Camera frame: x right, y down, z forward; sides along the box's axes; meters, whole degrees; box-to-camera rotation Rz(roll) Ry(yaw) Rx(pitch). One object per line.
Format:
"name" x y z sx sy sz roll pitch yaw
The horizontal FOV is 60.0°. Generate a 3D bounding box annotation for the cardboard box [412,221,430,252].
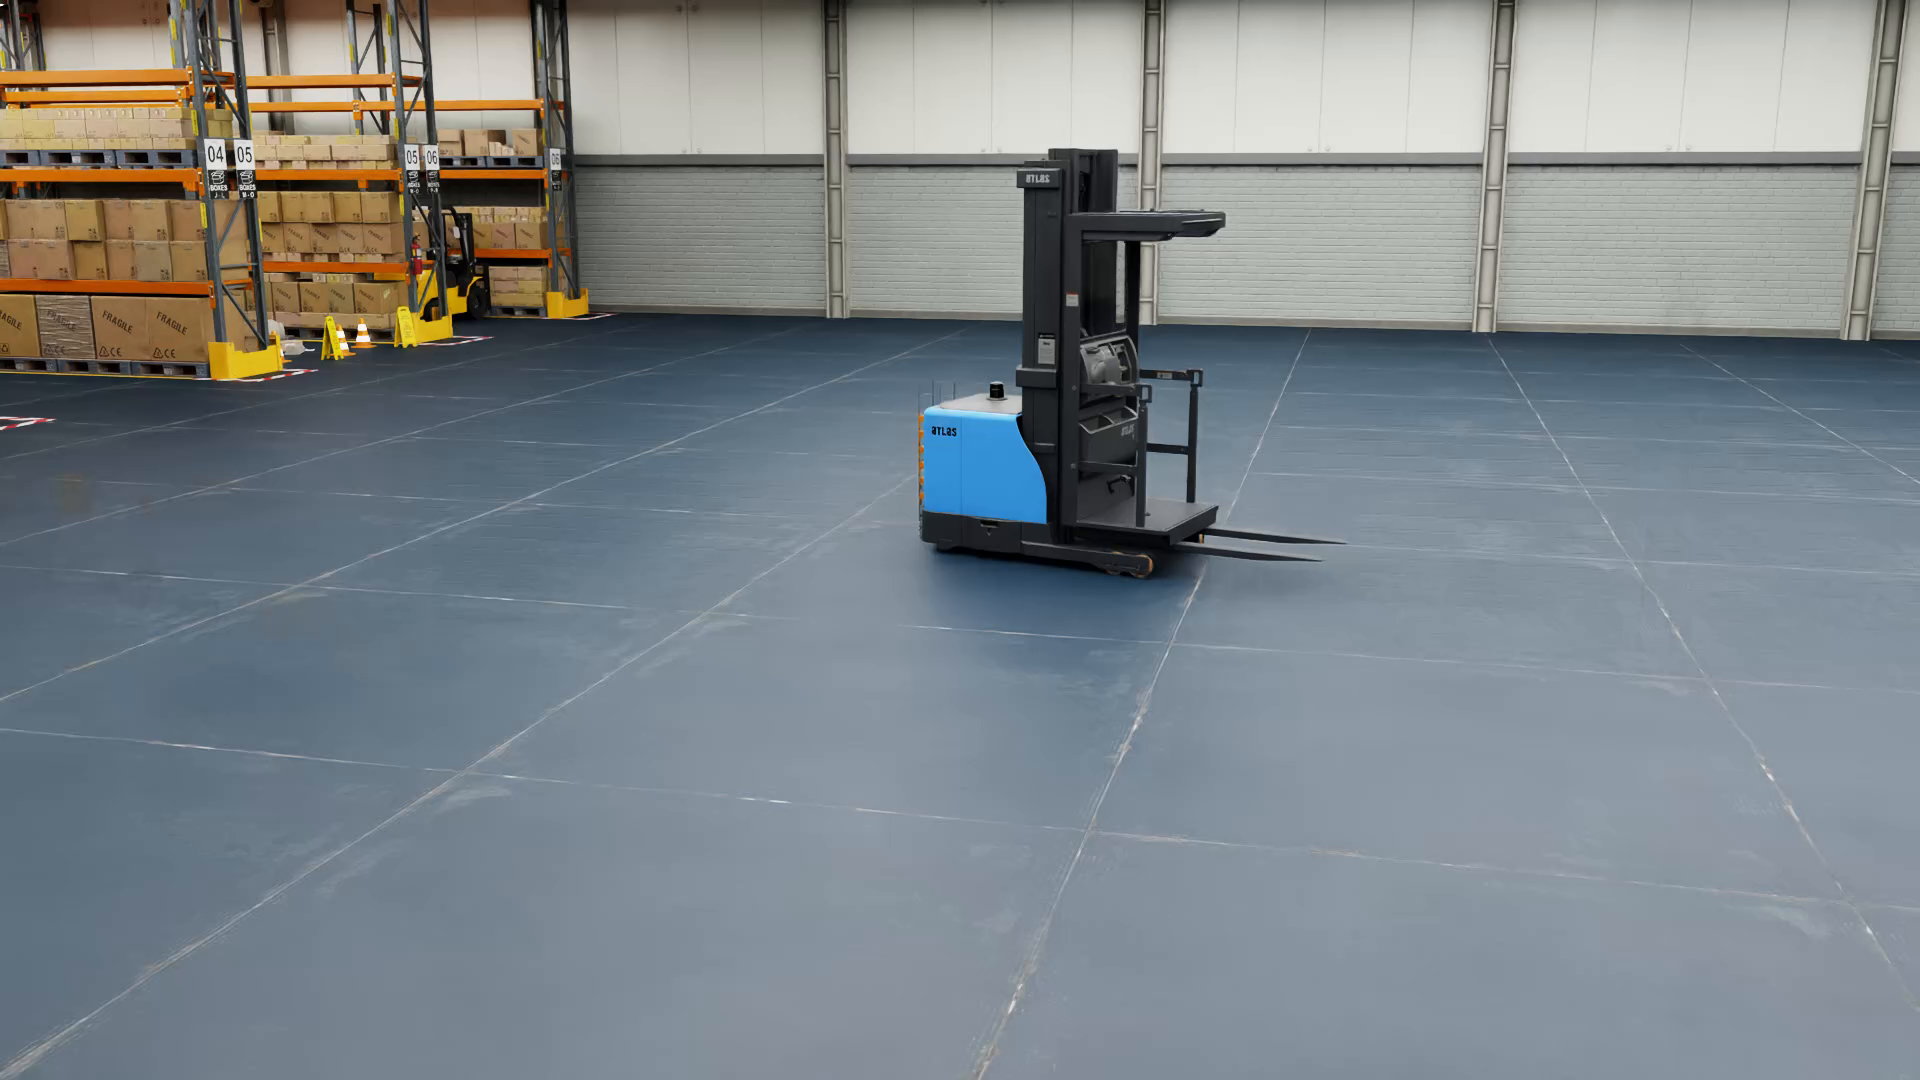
"cardboard box" -9.303 -5.109 28.010 0.500 0.500 0.500 3 13 13

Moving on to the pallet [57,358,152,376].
"pallet" -11.973 -2.513 23.666 1.213 0.211 1.003 3 13 14

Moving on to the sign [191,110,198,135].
"sign" -10.141 -5.530 22.041 0.005 0.325 0.100 3 13 14

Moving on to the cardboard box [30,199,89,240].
"cardboard box" -12.478 -4.506 23.372 0.550 0.550 0.875 3 13 14

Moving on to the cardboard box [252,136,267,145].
"cardboard box" -11.550 -6.641 27.647 0.250 0.149 0.380 3 13 12

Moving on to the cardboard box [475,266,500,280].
"cardboard box" -9.235 -5.234 32.563 0.500 0.250 0.500 3 13 14

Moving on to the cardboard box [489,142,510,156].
"cardboard box" -8.847 -7.521 31.983 0.258 0.266 0.396 3 13 14

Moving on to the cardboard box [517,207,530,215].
"cardboard box" -8.369 -6.367 32.184 0.250 0.149 0.380 3 13 14

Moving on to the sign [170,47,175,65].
"sign" -15.611 -9.600 32.980 0.005 0.325 0.100 3 13 14

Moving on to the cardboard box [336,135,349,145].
"cardboard box" -10.036 -6.573 27.342 0.250 0.149 0.380 3 13 14

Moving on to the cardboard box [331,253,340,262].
"cardboard box" -10.312 -4.741 27.850 0.250 0.149 0.380 3 13 14

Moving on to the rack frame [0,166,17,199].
"rack frame" -13.881 -3.993 23.899 0.127 3.000 1.000 3 13 14

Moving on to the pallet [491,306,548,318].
"pallet" -8.476 -4.545 32.826 1.213 0.211 1.003 3 13 14

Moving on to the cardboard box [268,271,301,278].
"cardboard box" -13.598 -5.234 34.006 0.625 0.625 0.875 3 13 11

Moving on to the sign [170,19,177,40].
"sign" -12.920 -8.385 27.319 0.005 0.325 0.100 3 13 14

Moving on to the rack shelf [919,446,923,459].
"rack shelf" -0.176 -0.683 12.787 0.180 0.103 0.258 7 14 28

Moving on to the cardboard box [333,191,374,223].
"cardboard box" -9.947 -5.522 27.566 0.500 0.500 0.700 3 13 14

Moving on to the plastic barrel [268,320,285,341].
"plastic barrel" -11.277 -3.363 27.006 0.512 0.421 0.421 -9 15 -35

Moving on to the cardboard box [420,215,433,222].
"cardboard box" -10.373 -6.314 32.631 0.250 0.149 0.380 3 13 13

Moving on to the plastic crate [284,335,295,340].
"plastic crate" -11.465 -3.360 27.787 0.583 0.080 0.402 -1 13 -6

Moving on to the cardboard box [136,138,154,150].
"cardboard box" -10.895 -5.354 22.485 0.250 0.149 0.380 3 13 14

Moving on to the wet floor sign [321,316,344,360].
"wet floor sign" -9.495 -3.051 25.089 0.232 0.644 0.267 1 13 4

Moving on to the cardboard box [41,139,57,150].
"cardboard box" -12.372 -5.433 22.842 0.250 0.149 0.380 3 13 14

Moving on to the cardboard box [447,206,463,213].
"cardboard box" -9.853 -6.456 32.584 0.250 0.149 0.380 3 13 14

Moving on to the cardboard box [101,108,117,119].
"cardboard box" -11.390 -5.770 22.519 0.250 0.149 0.380 3 13 14

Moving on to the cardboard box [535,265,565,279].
"cardboard box" -8.145 -5.291 32.821 0.500 0.250 0.500 3 13 13

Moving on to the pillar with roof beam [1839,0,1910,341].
"pillar with roof beam" 14.086 -6.880 23.058 0.400 9.000 9.100 3 13 14

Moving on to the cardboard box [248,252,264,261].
"cardboard box" -11.809 -4.803 28.130 0.250 0.149 0.380 3 13 15

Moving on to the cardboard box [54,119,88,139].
"cardboard box" -12.001 -5.621 22.771 0.500 0.250 0.500 3 13 14

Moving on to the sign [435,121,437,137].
"sign" -8.780 -6.837 27.774 0.005 0.325 0.100 3 13 14

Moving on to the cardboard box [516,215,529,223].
"cardboard box" -8.383 -6.207 32.151 0.250 0.149 0.380 3 13 14

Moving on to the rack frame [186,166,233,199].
"rack frame" -12.793 -5.039 28.615 0.127 3.000 1.000 3 13 14

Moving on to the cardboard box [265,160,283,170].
"cardboard box" -11.318 -6.228 27.627 0.250 0.149 0.380 3 13 12

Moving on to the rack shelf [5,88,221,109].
"rack shelf" -14.735 -7.526 28.554 4.000 0.370 1.077 3 13 14

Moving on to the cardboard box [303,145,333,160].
"cardboard box" -10.464 -6.390 27.438 0.500 0.250 0.500 3 13 15

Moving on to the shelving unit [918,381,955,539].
"shelving unit" -0.176 -0.609 12.803 0.189 1.200 0.258 7 14 28

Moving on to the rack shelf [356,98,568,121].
"rack shelf" -9.665 -8.362 32.324 4.000 0.370 1.077 3 13 14

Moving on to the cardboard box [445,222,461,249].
"cardboard box" -9.754 -5.974 32.597 0.500 0.500 0.500 3 13 14

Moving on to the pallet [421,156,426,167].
"pallet" -10.773 -7.466 32.830 1.213 0.211 1.003 3 13 14

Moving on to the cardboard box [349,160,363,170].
"cardboard box" -9.822 -6.160 27.321 0.250 0.149 0.380 3 13 15

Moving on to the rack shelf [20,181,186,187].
"rack shelf" -17.432 -7.508 34.477 4.000 0.370 1.077 3 13 14

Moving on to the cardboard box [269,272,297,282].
"cardboard box" -11.416 -4.439 28.057 0.250 0.149 0.380 4 13 17

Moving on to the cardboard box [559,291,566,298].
"cardboard box" -8.154 -4.805 32.937 0.500 0.250 0.500 3 13 14

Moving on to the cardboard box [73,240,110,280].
"cardboard box" -11.946 -3.967 23.434 0.500 0.550 0.875 3 13 14

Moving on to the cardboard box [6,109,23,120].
"cardboard box" -12.869 -5.848 22.875 0.250 0.149 0.380 3 13 13

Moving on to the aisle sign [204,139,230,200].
"aisle sign" -10.000 -4.988 22.381 0.004 0.787 0.394 3 13 14

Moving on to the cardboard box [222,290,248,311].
"cardboard box" -12.285 -4.181 28.392 0.500 0.500 0.500 4 13 16

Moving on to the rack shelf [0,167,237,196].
"rack shelf" -11.939 -5.003 23.185 4.000 0.370 1.077 3 13 14

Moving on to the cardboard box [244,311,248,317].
"cardboard box" -12.285 -3.815 28.473 0.500 0.250 0.500 2 13 11

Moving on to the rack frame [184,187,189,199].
"rack frame" -15.491 -6.291 34.256 0.127 3.000 1.000 3 13 14

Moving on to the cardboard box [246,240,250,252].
"cardboard box" -11.940 -5.131 28.109 0.500 0.500 0.500 3 13 13

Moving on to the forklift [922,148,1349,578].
"forklift" 1.257 -1.295 11.894 3.031 2.935 1.130 7 14 28

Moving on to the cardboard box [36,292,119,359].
"cardboard box" -12.411 -3.068 23.663 0.875 0.875 0.875 3 13 14

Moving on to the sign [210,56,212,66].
"sign" -15.361 -9.870 34.015 0.005 0.325 0.100 3 13 14
